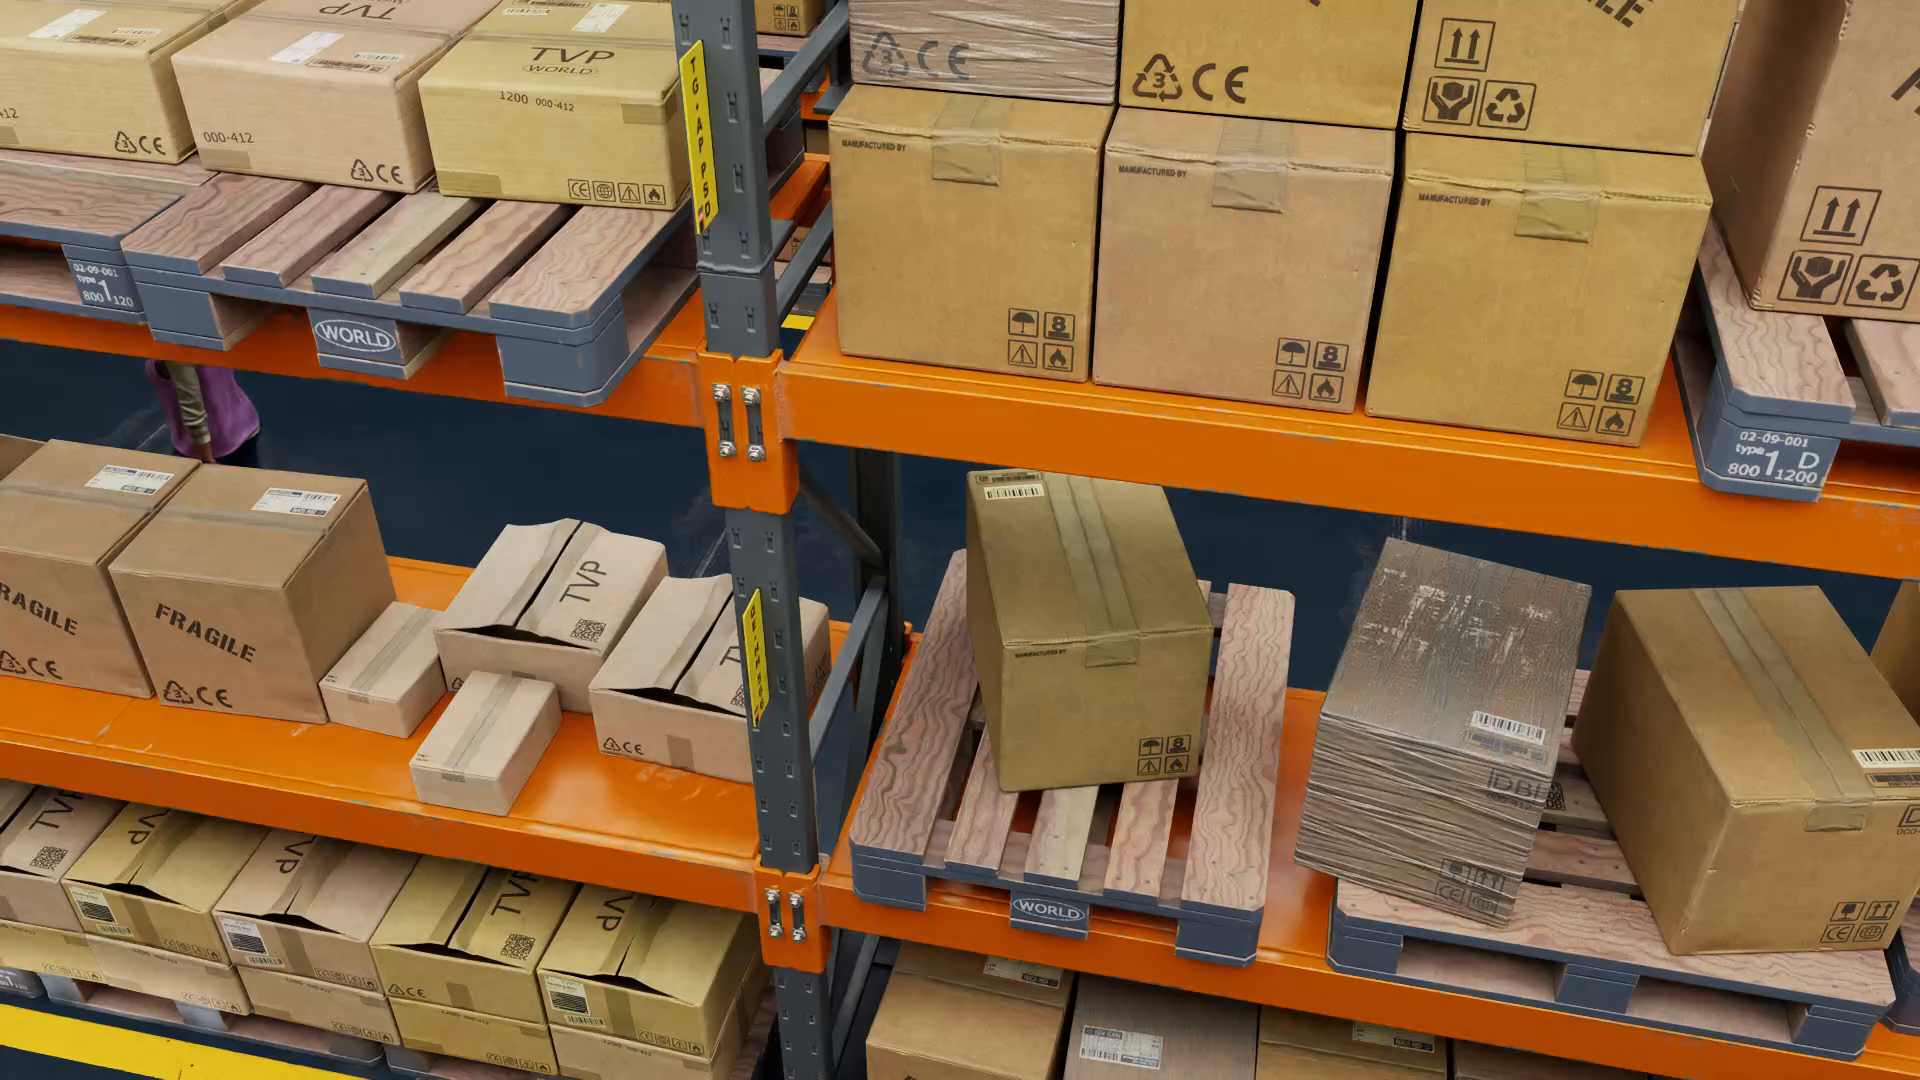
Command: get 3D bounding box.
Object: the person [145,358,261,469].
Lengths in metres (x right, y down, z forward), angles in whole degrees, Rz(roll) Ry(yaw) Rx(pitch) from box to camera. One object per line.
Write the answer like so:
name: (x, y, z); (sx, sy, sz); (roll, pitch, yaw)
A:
person: (-3.005, -0.398, 6.670); (0.440, 1.626, 0.427); (8, 38, 10)
